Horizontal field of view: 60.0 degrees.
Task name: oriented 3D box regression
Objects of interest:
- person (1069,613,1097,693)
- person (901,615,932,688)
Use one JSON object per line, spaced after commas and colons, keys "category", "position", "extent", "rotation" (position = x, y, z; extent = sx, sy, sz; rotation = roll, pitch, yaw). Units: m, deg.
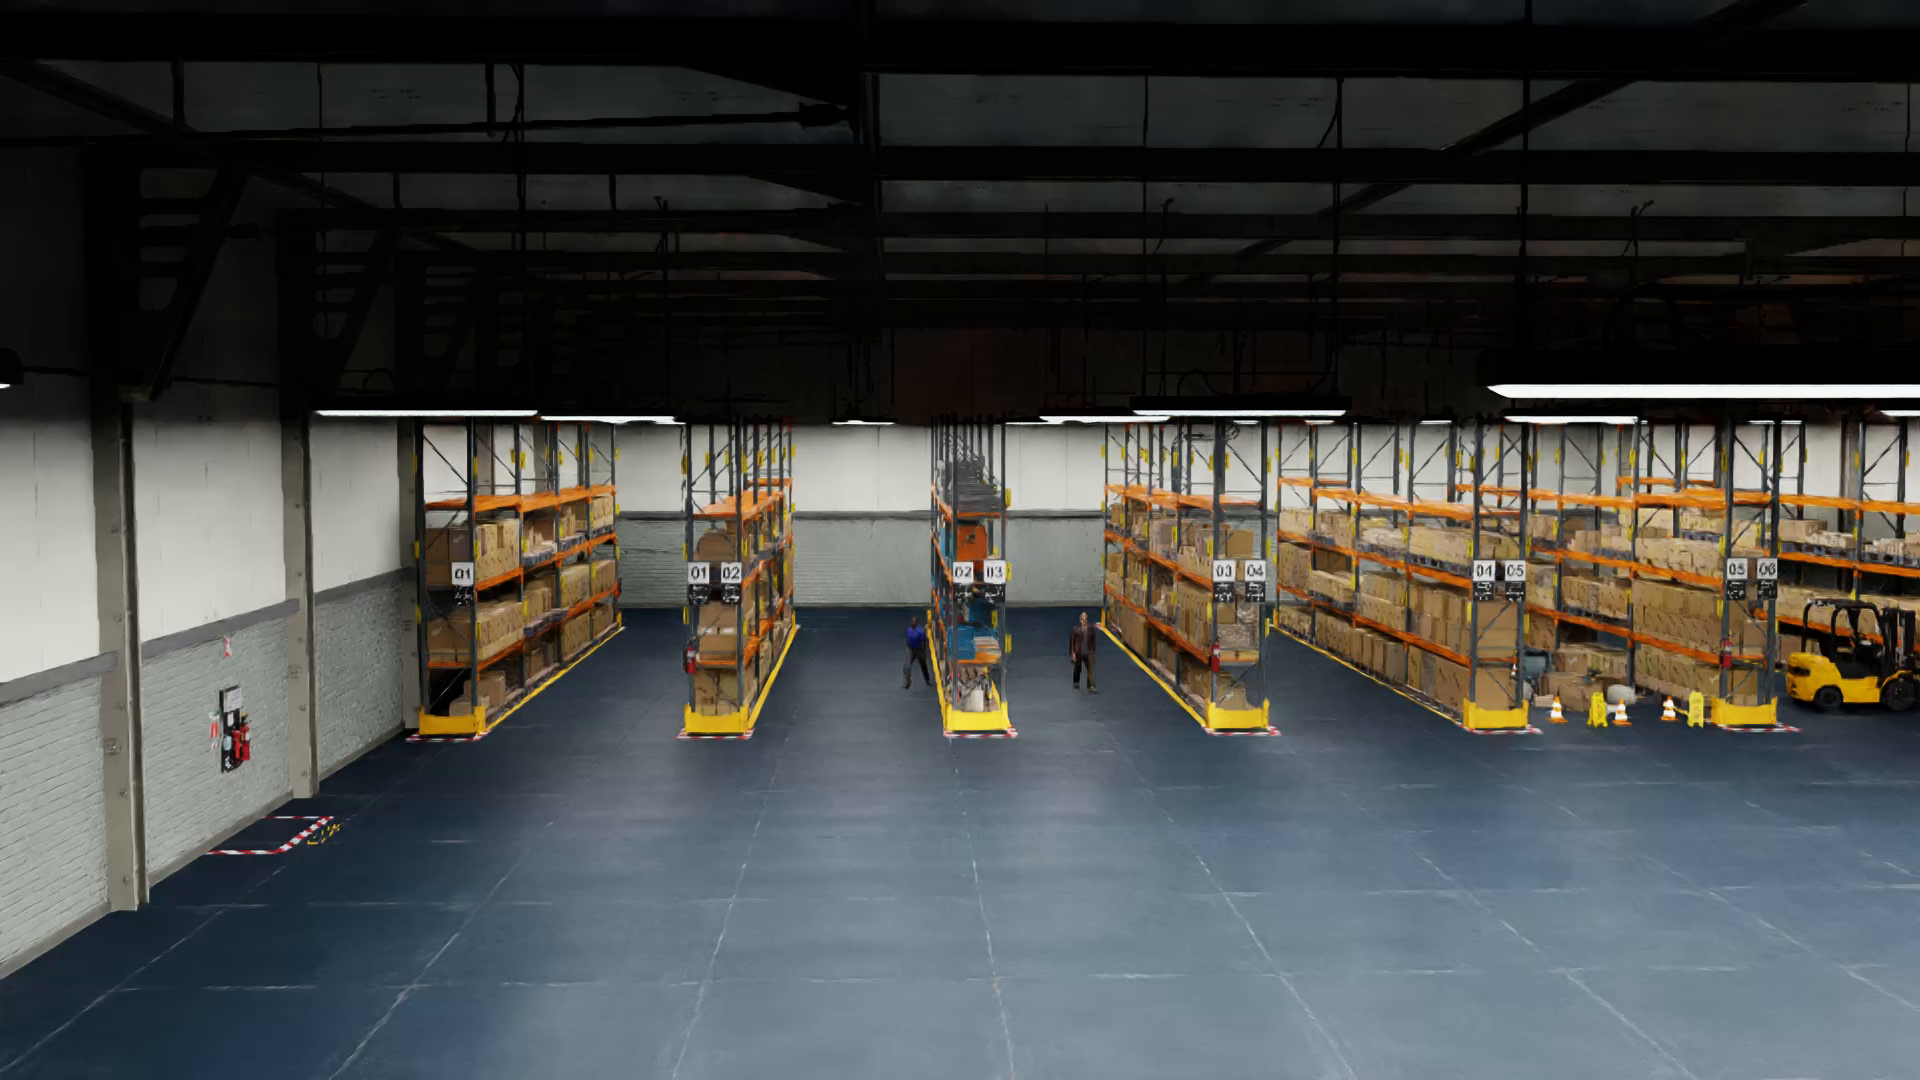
{"category": "person", "position": [2.660, 2.410, 35.925], "extent": [0.598, 1.699, 1.197], "rotation": [0, 4, -5]}
{"category": "person", "position": [-0.943, 2.437, 36.550], "extent": [0.503, 1.593, 0.931], "rotation": [1, 4, 19]}
